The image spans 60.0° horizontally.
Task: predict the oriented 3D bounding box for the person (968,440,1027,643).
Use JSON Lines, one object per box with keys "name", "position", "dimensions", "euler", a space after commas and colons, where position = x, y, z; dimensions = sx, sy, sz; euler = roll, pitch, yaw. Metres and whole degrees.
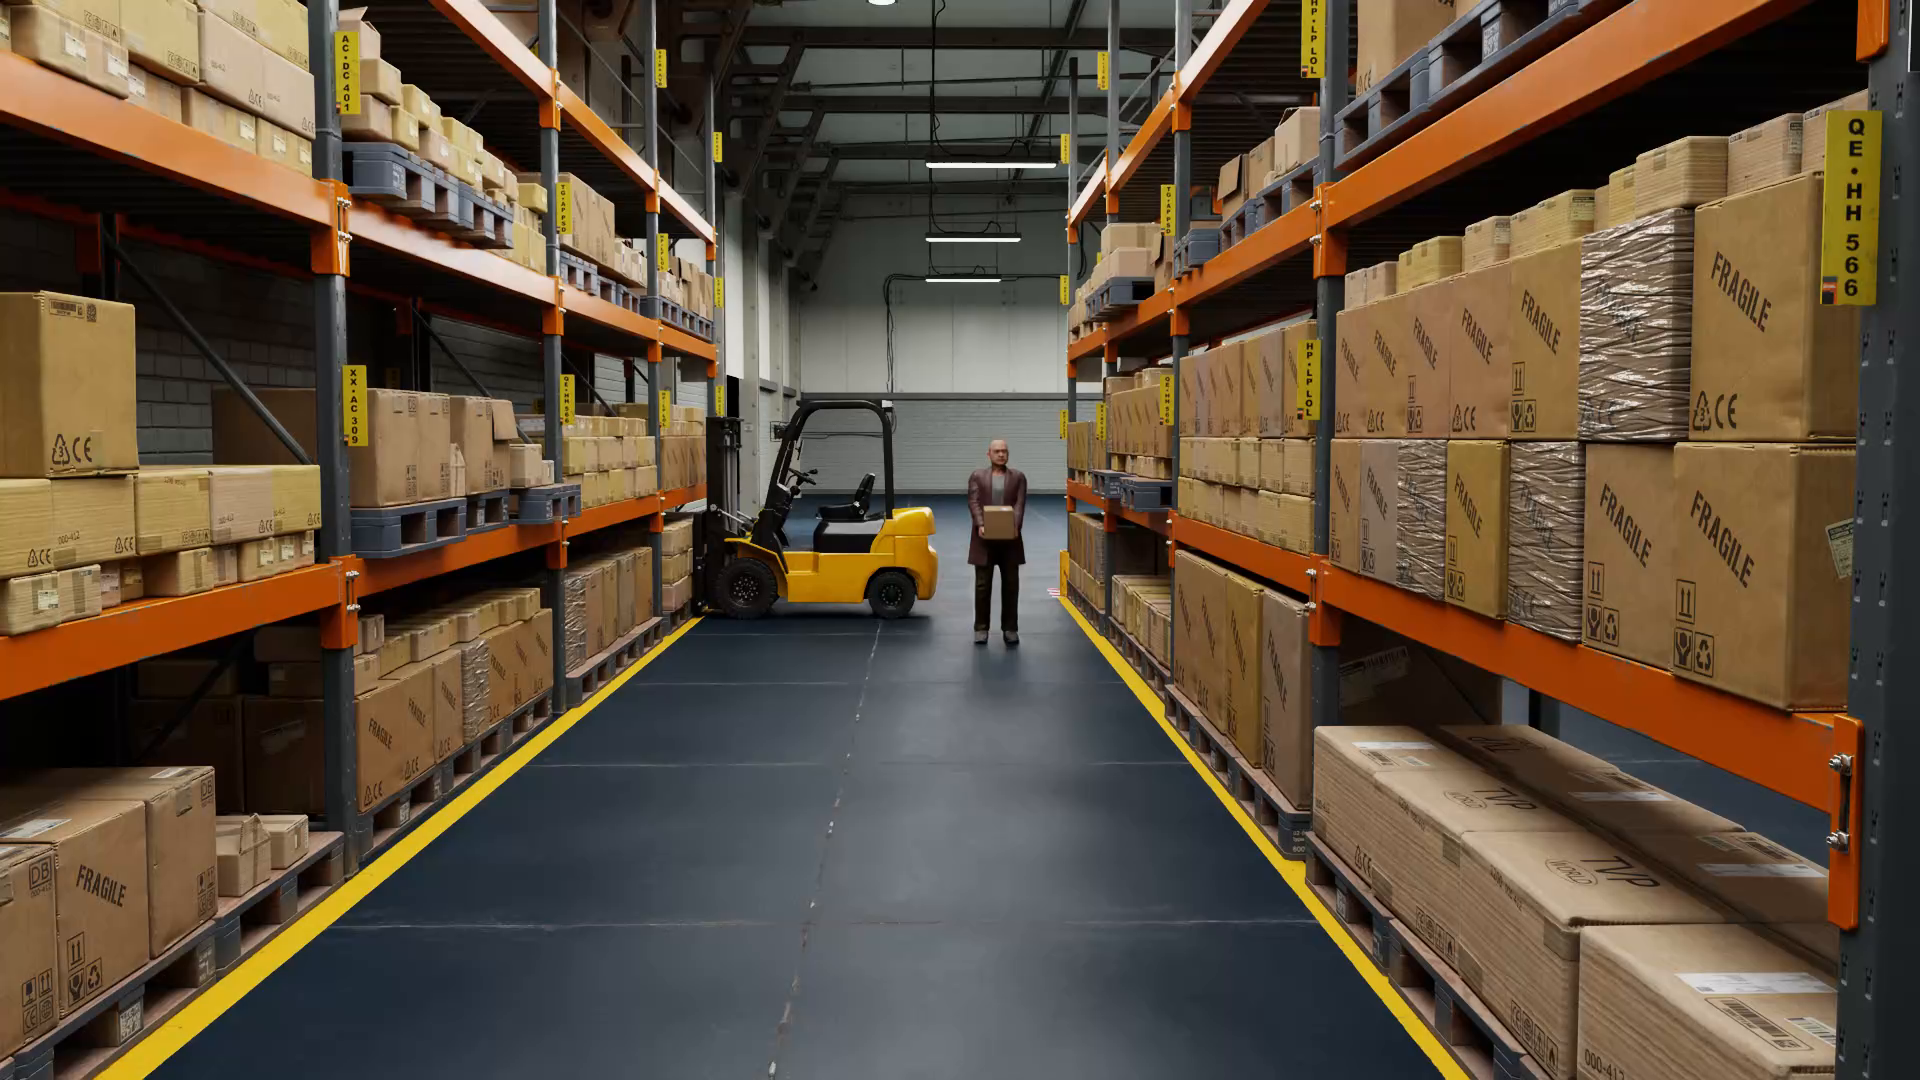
{"name": "person", "position": [0.332, 0.014, 14.512], "dimensions": [0.527, 1.776, 0.554], "euler": [0, 4, -2]}
